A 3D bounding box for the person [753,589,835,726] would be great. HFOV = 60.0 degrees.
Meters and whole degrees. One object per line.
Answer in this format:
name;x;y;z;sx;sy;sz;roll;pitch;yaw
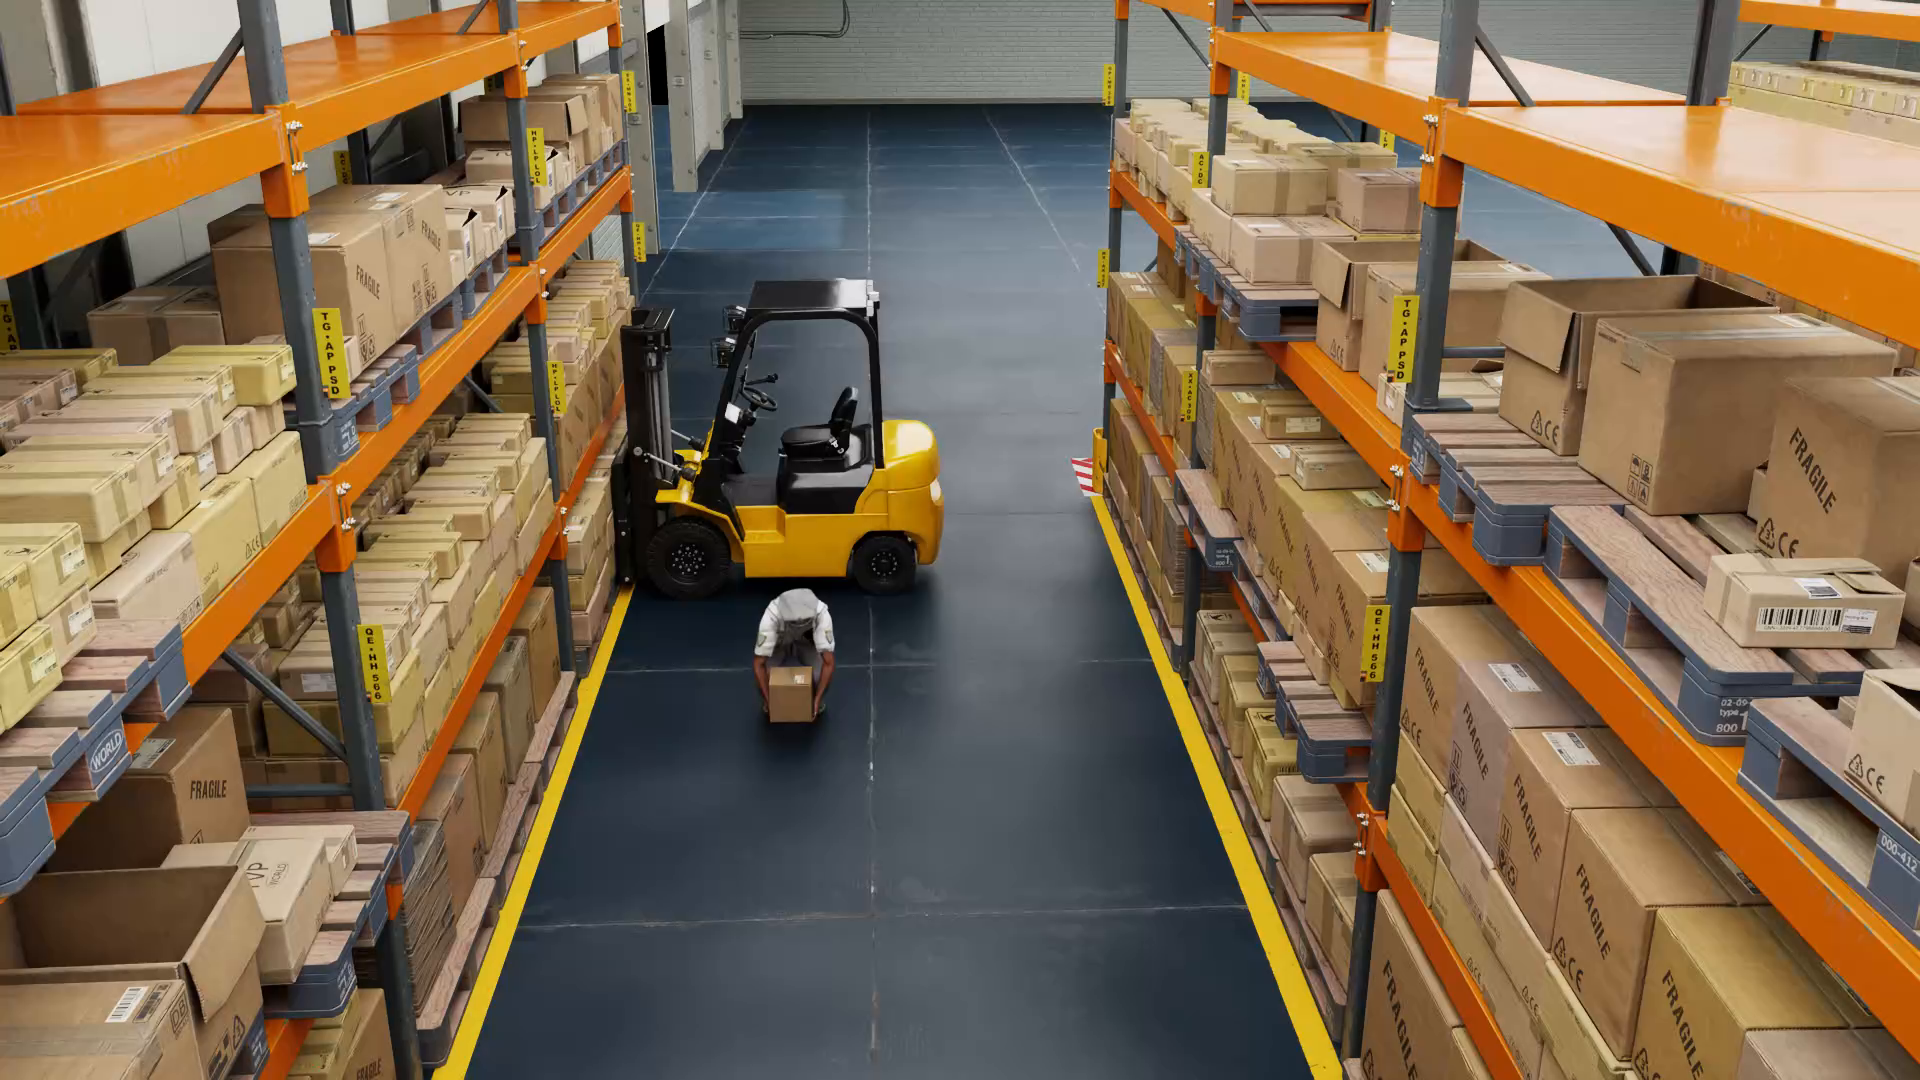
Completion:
person;-1.024;0.680;10.302;0.506;0.946;0.830;-1;21;-3
